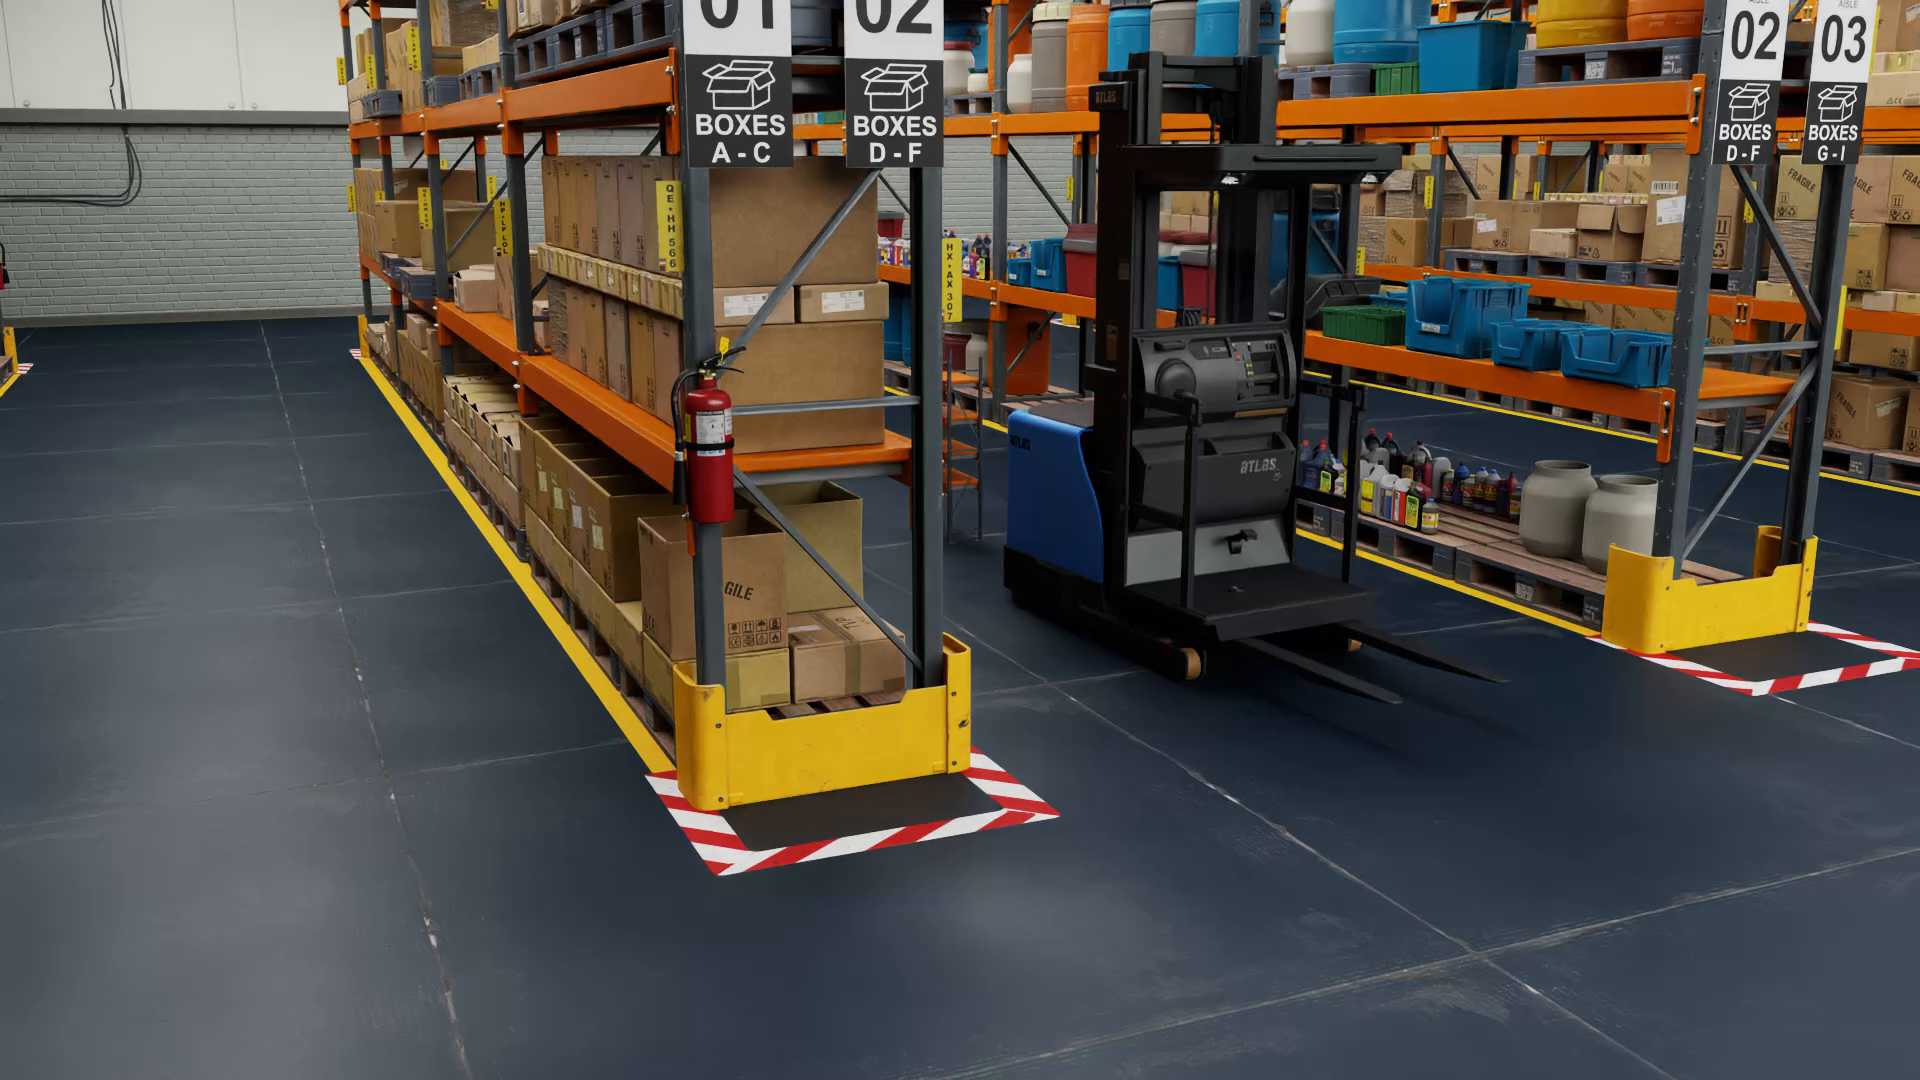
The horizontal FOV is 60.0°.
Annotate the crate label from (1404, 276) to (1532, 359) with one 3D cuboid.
[{"bbox_3d":[3.005,-1.330,9.886,0.502,0.435,0.616,-6,14,-23],"label":"crate label"}]

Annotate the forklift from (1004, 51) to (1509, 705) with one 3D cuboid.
[{"bbox_3d":[1.386,-0.866,8.110,1.130,2.935,3.031,-7,15,-27],"label":"forklift"}]

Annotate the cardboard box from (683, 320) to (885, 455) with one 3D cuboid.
[{"bbox_3d":[-0.725,-0.657,6.834,0.700,0.500,0.500,-6,14,-23],"label":"cardboard box"}]

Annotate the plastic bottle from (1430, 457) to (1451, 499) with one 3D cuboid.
[{"bbox_3d":[3.177,-0.424,11.112,0.152,0.276,0.135,-5,14,-22],"label":"plastic bottle"}]

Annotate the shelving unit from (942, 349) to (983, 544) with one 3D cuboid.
[{"bbox_3d":[-0.066,-0.619,10.882,0.258,1.200,0.503,-6,14,-23],"label":"shelving unit"}]

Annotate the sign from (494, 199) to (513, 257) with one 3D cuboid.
[{"bbox_3d":[-2.646,-1.811,9.652,0.100,0.325,0.005,-6,14,-23],"label":"sign"}]

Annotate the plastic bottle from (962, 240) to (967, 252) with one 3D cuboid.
[{"bbox_3d":[0.025,-3.051,17.685,0.097,0.271,0.097,0,13,0],"label":"plastic bottle"}]

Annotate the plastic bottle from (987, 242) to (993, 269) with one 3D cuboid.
[{"bbox_3d":[0.353,-2.955,17.259,0.152,0.276,0.135,-6,14,-23],"label":"plastic bottle"}]

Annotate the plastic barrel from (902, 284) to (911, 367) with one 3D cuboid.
[{"bbox_3d":[-0.331,-2.358,18.130,0.600,0.901,0.708,-6,14,-23],"label":"plastic barrel"}]

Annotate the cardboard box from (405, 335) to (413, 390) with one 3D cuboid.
[{"bbox_3d":[-5.163,-1.755,16.369,0.500,0.500,0.500,-5,14,-22],"label":"cardboard box"}]

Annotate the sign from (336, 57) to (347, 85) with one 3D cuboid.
[{"bbox_3d":[-7.457,-5.654,20.057,0.100,0.325,0.005,-6,14,-23],"label":"sign"}]

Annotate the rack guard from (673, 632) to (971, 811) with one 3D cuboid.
[{"bbox_3d":[-0.541,0.712,6.684,1.175,0.500,0.348,-6,14,-23],"label":"rack guard"}]

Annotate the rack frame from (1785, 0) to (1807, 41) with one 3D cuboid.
[{"bbox_3d":[6.926,-5.154,13.180,1.000,3.000,0.127,-6,14,-23],"label":"rack frame"}]

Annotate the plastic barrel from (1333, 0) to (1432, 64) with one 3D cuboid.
[{"bbox_3d":[2.688,-3.478,10.551,0.600,0.901,0.708,-6,14,-23],"label":"plastic barrel"}]

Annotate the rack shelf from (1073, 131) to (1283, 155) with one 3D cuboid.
[{"bbox_3d":[2.920,-5.408,22.526,1.077,0.370,4.000,-6,14,-23],"label":"rack shelf"}]

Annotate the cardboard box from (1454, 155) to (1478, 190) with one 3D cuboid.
[{"bbox_3d":[7.466,-5.278,23.922,0.500,0.500,0.500,-5,14,-21],"label":"cardboard box"}]

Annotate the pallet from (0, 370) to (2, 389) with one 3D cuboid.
[{"bbox_3d":[-10.620,-1.600,17.313,1.003,0.211,1.213,-6,14,-23],"label":"pallet"}]

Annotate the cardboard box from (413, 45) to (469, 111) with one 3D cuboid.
[{"bbox_3d":[-3.960,-3.760,13.591,0.910,0.500,0.500,-6,14,-23],"label":"cardboard box"}]

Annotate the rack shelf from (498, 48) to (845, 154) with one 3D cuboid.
[{"bbox_3d":[-1.351,-2.035,7.951,1.077,0.370,4.000,-6,14,-23],"label":"rack shelf"}]

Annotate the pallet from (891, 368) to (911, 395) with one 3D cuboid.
[{"bbox_3d":[-0.054,-1.662,17.584,1.003,0.211,1.213,-6,14,-23],"label":"pallet"}]

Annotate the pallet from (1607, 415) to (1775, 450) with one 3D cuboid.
[{"bbox_3d":[6.613,-1.033,14.865,1.003,0.211,1.213,-6,14,-23],"label":"pallet"}]

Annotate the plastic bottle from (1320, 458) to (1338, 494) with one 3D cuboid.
[{"bbox_3d":[2.434,-0.393,10.966,0.061,0.283,0.133,-5,14,-20],"label":"plastic bottle"}]

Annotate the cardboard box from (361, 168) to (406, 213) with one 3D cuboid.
[{"bbox_3d":[-6.611,-4.025,19.171,0.500,0.500,0.500,-5,14,-22],"label":"cardboard box"}]

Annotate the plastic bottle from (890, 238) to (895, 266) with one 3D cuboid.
[{"bbox_3d":[-0.705,-3.082,17.791,0.061,0.283,0.133,-6,14,-23],"label":"plastic bottle"}]

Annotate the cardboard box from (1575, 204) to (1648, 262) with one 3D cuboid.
[{"bbox_3d":[6.147,-2.836,15.309,0.797,0.503,0.637,-4,14,-17],"label":"cardboard box"}]

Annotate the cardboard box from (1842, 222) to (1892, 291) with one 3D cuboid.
[{"bbox_3d":[7.217,-2.219,12.926,0.875,0.500,0.500,-6,14,-23],"label":"cardboard box"}]

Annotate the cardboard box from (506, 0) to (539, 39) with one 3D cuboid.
[{"bbox_3d":[-2.192,-2.992,9.029,0.500,0.500,0.500,-4,14,-18],"label":"cardboard box"}]

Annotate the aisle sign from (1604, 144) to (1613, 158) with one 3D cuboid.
[{"bbox_3d":[10.905,-6.860,28.094,0.394,0.787,0.004,-6,14,-23],"label":"aisle sign"}]

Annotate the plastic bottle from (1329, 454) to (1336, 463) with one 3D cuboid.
[{"bbox_3d":[2.499,-0.445,11.217,0.097,0.271,0.097,0,13,0],"label":"plastic bottle"}]

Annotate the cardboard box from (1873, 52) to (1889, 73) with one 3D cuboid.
[{"bbox_3d":[7.032,-3.611,12.617,0.380,0.149,0.250,-6,14,-23],"label":"cardboard box"}]

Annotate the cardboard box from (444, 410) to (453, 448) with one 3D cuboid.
[{"bbox_3d":[-3.814,-0.894,13.245,0.500,0.250,0.500,-6,14,-23],"label":"cardboard box"}]

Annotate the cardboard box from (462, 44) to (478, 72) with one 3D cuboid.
[{"bbox_3d":[-3.521,-3.668,12.813,0.500,0.250,0.500,-7,15,-27],"label":"cardboard box"}]

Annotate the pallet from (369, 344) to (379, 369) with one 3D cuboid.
[{"bbox_3d":[-6.609,-2.277,20.241,1.003,0.211,1.213,-6,14,-23],"label":"pallet"}]

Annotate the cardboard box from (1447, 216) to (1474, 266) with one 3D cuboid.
[{"bbox_3d":[5.378,-3.231,17.956,0.500,0.500,0.500,-5,14,-21],"label":"cardboard box"}]

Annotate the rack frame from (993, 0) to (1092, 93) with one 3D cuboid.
[{"bbox_3d":[0.785,-5.533,14.818,1.000,3.000,0.127,-6,14,-23],"label":"rack frame"}]

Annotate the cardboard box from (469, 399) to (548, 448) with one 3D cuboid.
[{"bbox_3d":[-3.187,-0.847,11.801,0.500,0.311,0.500,-6,14,-24],"label":"cardboard box"}]

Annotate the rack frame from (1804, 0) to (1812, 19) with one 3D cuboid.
[{"bbox_3d":[9.909,-6.407,18.596,1.000,3.000,0.127,-6,14,-23],"label":"rack frame"}]

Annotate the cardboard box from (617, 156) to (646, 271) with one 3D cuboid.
[{"bbox_3d":[-1.165,-1.512,7.652,0.700,0.500,0.500,-6,14,-23],"label":"cardboard box"}]

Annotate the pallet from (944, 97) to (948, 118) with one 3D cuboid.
[{"bbox_3d":[0.044,-4.419,17.075,1.003,0.211,1.213,-6,14,-23],"label":"pallet"}]

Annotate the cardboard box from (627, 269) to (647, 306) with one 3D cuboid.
[{"bbox_3d":[-1.291,-1.150,7.526,0.380,0.149,0.250,-5,14,-21],"label":"cardboard box"}]

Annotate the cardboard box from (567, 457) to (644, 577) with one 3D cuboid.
[{"bbox_3d":[-1.651,-0.133,8.298,0.500,0.500,0.500,-6,14,-23],"label":"cardboard box"}]

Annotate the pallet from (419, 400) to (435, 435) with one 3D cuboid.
[{"bbox_3d":[-4.504,-1.214,15.648,1.003,0.211,1.213,-6,14,-23],"label":"pallet"}]

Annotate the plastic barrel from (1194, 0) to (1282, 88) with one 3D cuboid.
[{"bbox_3d":[1.985,-3.575,11.898,0.600,0.901,0.708,-6,14,-23],"label":"plastic barrel"}]

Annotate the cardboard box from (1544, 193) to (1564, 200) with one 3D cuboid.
[{"bbox_3d":[8.043,-4.560,22.226,0.380,0.149,0.250,-5,14,-20],"label":"cardboard box"}]

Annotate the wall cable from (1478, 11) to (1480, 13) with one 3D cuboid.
[{"bbox_3d":[9.353,-9.745,33.018,2.355,3.000,0.029,-6,14,-23],"label":"wall cable"}]

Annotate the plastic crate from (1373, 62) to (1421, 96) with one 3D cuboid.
[{"bbox_3d":[2.770,-2.791,10.095,0.336,0.188,0.450,-6,14,-23],"label":"plastic crate"}]

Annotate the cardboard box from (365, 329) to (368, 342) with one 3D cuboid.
[{"bbox_3d":[-7.107,-2.524,20.470,0.380,0.149,0.250,-6,14,-23],"label":"cardboard box"}]

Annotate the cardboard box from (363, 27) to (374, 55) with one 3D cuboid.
[{"bbox_3d":[-6.203,-5.392,18.425,0.700,0.500,0.500,-6,14,-23],"label":"cardboard box"}]

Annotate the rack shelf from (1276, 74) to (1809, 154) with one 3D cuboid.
[{"bbox_3d":[3.189,-2.481,9.881,1.077,0.370,4.000,-6,14,-23],"label":"rack shelf"}]

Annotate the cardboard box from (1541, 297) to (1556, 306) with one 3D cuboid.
[{"bbox_3d":[8.454,-3.375,23.532,0.380,0.149,0.250,-5,14,-20],"label":"cardboard box"}]

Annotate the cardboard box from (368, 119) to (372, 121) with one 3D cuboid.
[{"bbox_3d":[-5.986,-4.559,17.595,0.500,0.250,0.500,-6,14,-23],"label":"cardboard box"}]

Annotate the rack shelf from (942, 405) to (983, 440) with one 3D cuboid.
[{"bbox_3d":[-0.066,-0.771,10.847,0.258,0.148,0.480,-6,14,-23],"label":"rack shelf"}]

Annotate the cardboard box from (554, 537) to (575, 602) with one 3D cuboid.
[{"bbox_3d":[-1.853,0.129,8.828,0.500,0.250,0.500,-6,14,-23],"label":"cardboard box"}]
